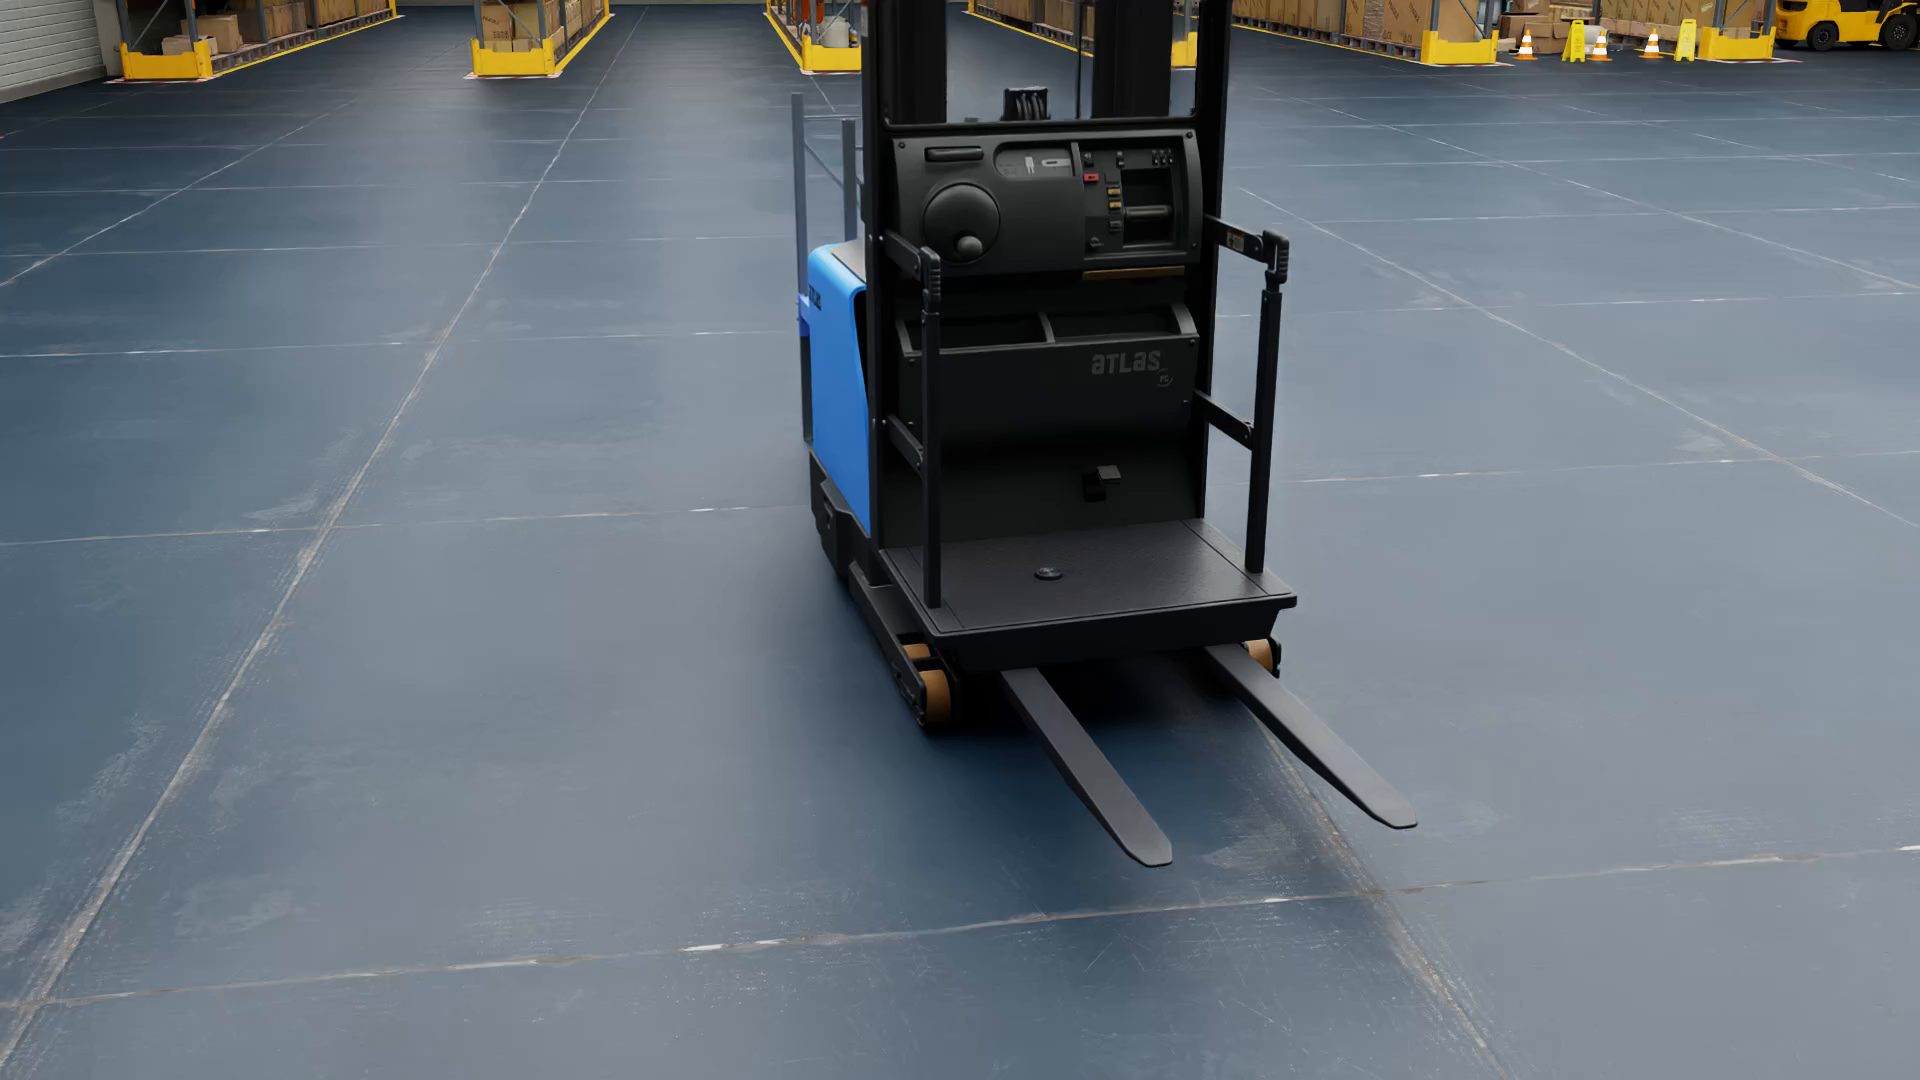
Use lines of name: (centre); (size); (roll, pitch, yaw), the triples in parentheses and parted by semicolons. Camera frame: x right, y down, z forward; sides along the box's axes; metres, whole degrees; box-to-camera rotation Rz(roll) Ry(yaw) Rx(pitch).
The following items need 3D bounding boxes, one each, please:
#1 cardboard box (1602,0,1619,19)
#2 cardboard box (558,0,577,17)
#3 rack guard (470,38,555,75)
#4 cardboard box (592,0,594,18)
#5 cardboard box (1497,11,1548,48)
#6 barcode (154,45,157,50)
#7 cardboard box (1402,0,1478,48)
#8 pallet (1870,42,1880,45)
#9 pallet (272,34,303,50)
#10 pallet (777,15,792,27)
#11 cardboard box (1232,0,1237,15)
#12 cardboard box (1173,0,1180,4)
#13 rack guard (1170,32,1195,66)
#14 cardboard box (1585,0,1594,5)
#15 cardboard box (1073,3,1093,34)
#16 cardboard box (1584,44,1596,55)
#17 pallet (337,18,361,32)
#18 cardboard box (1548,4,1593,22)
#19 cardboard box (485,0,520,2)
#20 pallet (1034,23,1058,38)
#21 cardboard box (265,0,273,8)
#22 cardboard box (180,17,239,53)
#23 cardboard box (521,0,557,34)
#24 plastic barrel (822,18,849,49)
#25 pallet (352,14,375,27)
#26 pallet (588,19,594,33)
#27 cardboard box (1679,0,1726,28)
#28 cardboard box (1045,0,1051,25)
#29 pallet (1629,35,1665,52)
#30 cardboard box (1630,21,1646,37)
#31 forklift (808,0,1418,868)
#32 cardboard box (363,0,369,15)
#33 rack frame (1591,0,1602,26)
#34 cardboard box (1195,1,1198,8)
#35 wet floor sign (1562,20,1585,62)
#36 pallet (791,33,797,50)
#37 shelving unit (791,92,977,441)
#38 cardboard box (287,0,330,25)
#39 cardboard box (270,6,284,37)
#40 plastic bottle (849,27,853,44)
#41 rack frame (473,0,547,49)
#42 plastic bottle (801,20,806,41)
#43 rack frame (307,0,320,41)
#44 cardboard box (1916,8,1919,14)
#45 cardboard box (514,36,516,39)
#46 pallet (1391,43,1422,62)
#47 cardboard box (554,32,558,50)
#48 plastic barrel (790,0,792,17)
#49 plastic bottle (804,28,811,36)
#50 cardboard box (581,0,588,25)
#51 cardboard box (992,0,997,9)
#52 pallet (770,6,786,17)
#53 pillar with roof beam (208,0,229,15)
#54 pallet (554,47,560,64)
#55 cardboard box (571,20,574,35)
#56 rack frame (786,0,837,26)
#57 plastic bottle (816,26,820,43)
cardboard box: (12.166, -9.839, 30.531); (0.500, 0.500, 0.500); (-2, 21, -5)
cardboard box: (-7.368, -9.832, 30.781); (0.500, 0.311, 0.500); (-3, 21, -8)
rack guard: (-6.682, -7.235, 24.872); (1.175, 0.500, 0.348); (-3, 21, -8)
cardboard box: (-7.997, -11.276, 35.064); (0.500, 0.500, 0.500); (-3, 21, -8)
cardboard box: (10.023, -9.110, 29.695); (0.797, 0.637, 0.503); (-3, 21, -8)
barcode: (-11.996, -7.344, 24.793); (0.001, 0.075, 0.075); (-3, 21, -8)
cardboard box: (7.878, -8.560, 27.286); (0.875, 0.875, 0.875); (-3, 21, -7)
pallet: (17.332, -9.465, 31.256); (1.003, 0.211, 1.213); (-3, 21, -8)
pallet: (-12.456, -8.934, 29.836); (1.003, 0.211, 1.213); (-3, 21, -8)
pallet: (-3.443, -11.242, 36.014); (1.003, 0.211, 1.213); (-3, 21, -8)
cardboard box: (6.233, -11.856, 36.645); (0.500, 0.500, 0.500); (-2, 21, -5)
cardboard box: (5.493, -13.331, 41.096); (0.380, 0.149, 0.250); (-2, 21, -7)
rack guard: (3.107, -7.768, 26.299); (1.175, 0.500, 0.348); (-3, 21, -8)
cardboard box: (15.758, -13.355, 40.660); (0.700, 0.500, 0.500); (-4, 21, -10)
cardboard box: (2.474, -9.546, 30.432); (0.700, 0.500, 0.500); (-5, 21, -12)
cardboard box: (10.737, -8.428, 28.570); (0.380, 0.149, 0.250); (8, 22, 20)
pallet: (-13.131, -10.748, 34.692); (1.003, 0.211, 1.213); (-3, 21, -8)
cardboard box: (12.061, -10.434, 33.020); (0.950, 0.372, 0.625); (-2, 21, -6)
cardboard box: (-7.287, -8.363, 26.579); (0.500, 0.500, 0.500); (-3, 21, -8)
pallet: (2.076, -10.105, 32.971); (1.003, 0.211, 1.213); (-3, 21, -8)
cardboard box: (-12.431, -9.521, 29.292); (0.500, 0.250, 0.500); (-4, 21, -9)
cardboard box: (-11.736, -7.896, 26.014); (0.700, 0.500, 0.500); (-4, 21, -11)
cardboard box: (-6.756, -8.390, 26.652); (0.500, 0.500, 0.500); (-3, 21, -8)
plastic barrel: (-1.954, -7.918, 26.084); (0.421, 0.512, 0.421); (0, 20, 0)
pallet: (-13.349, -11.279, 36.112); (1.003, 0.211, 1.213); (-3, 21, -8)
pallet: (-8.081, -10.560, 34.187); (1.003, 0.211, 1.213); (-3, 21, -8)
cardboard box: (12.551, -8.936, 28.114); (0.500, 0.500, 0.500); (-3, 21, -7)
cardboard box: (2.081, -10.486, 32.950); (0.700, 0.500, 0.500); (-4, 21, -11)
pallet: (12.659, -8.837, 29.574); (1.003, 0.211, 1.213); (-3, 21, -8)
cardboard box: (12.333, -9.120, 29.677); (0.500, 0.250, 0.500); (-3, 21, -8)
forklift: (0.325, -0.988, 4.673); (1.130, 2.935, 3.031); (-6, 21, -15)
cardboard box: (-13.392, -11.782, 36.446); (0.700, 0.500, 0.500); (-3, 21, -8)
rack frame: (12.348, -10.797, 30.838); (1.000, 3.000, 0.127); (-3, 21, -8)
cardboard box: (5.768, -12.621, 39.194); (0.380, 0.149, 0.250); (-3, 21, -8)
wet floor sign: (10.004, -8.115, 27.020); (0.267, 0.644, 0.232); (-7, 21, -17)
pallet: (-2.511, -9.011, 30.041); (1.003, 0.211, 1.213); (-3, 21, -8)
shelving unit: (-0.319, -1.001, 6.752); (0.538, 1.500, 1.048); (-6, 21, -15)
cardboard box: (-12.716, -10.384, 32.203); (0.750, 0.750, 0.750); (-3, 21, -8)
cardboard box: (-12.444, -9.192, 29.484); (0.700, 0.500, 0.500); (-3, 21, -7)
plastic bottle: (-1.800, -8.387, 27.656); (0.097, 0.271, 0.097); (0, 20, 0)
rack frame: (-6.685, -8.414, 24.457); (1.000, 3.000, 0.127); (-3, 21, -8)
plastic bottle: (-2.627, -8.647, 28.238); (0.144, 0.351, 0.185); (-4, 21, -10)
rack frame: (-12.740, -10.933, 31.201); (1.000, 3.000, 0.127); (-3, 21, -8)
cardboard box: (17.300, -9.311, 29.475); (0.500, 0.250, 0.500); (-3, 21, -9)
cardboard box: (-7.139, -7.666, 25.784); (0.500, 0.250, 0.500); (-3, 21, -8)
pallet: (7.848, -8.094, 27.586); (1.003, 0.211, 1.213); (-3, 21, -8)
cardboard box: (-6.757, -8.039, 26.783); (0.500, 0.250, 0.500); (-3, 21, -8)
plastic barrel: (-3.356, -11.214, 34.910); (0.421, 0.512, 0.421); (0, 20, 0)
plastic bottle: (-2.491, -8.295, 27.403); (0.152, 0.276, 0.135); (-3, 21, -7)
cardboard box: (-7.621, -10.391, 32.694); (0.500, 0.500, 0.500); (-2, 21, -5)
cardboard box: (1.243, -12.813, 38.671); (0.875, 0.875, 0.875); (-3, 21, -8)
pallet: (-4.009, -12.609, 39.673); (1.003, 0.211, 1.213); (-3, 21, -8)
pillar with roof beam: (-9.148, -13.467, 29.411); (9.100, 9.000, 0.400); (-3, 21, -8)
pallet: (-7.010, -7.792, 26.777); (1.003, 0.211, 1.213); (-3, 21, -8)
cardboard box: (-7.225, -9.216, 29.934); (0.500, 0.250, 0.500); (-4, 21, -9)
rack frame: (-2.936, -11.433, 32.539); (1.000, 3.000, 0.127); (-3, 21, -8)
plastic bottle: (-2.423, -8.481, 27.900); (0.152, 0.276, 0.135); (-3, 21, -8)
